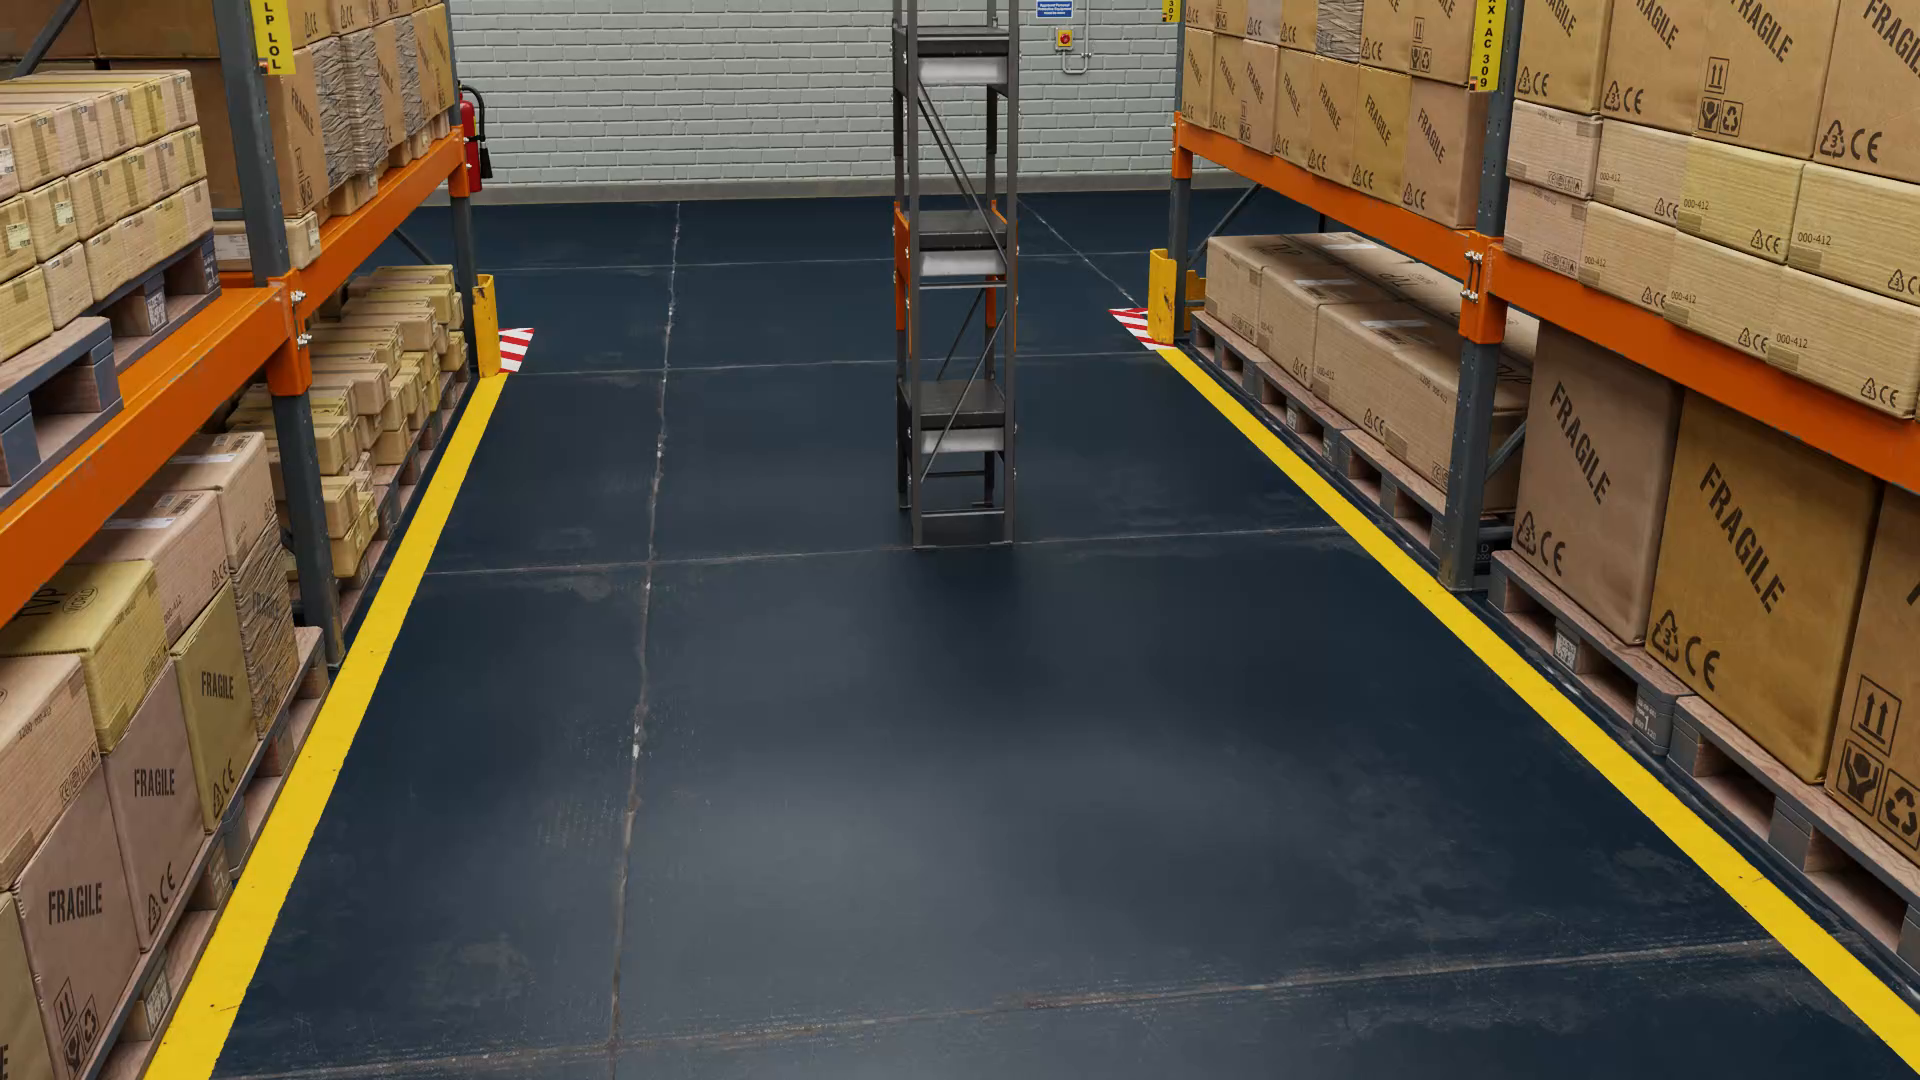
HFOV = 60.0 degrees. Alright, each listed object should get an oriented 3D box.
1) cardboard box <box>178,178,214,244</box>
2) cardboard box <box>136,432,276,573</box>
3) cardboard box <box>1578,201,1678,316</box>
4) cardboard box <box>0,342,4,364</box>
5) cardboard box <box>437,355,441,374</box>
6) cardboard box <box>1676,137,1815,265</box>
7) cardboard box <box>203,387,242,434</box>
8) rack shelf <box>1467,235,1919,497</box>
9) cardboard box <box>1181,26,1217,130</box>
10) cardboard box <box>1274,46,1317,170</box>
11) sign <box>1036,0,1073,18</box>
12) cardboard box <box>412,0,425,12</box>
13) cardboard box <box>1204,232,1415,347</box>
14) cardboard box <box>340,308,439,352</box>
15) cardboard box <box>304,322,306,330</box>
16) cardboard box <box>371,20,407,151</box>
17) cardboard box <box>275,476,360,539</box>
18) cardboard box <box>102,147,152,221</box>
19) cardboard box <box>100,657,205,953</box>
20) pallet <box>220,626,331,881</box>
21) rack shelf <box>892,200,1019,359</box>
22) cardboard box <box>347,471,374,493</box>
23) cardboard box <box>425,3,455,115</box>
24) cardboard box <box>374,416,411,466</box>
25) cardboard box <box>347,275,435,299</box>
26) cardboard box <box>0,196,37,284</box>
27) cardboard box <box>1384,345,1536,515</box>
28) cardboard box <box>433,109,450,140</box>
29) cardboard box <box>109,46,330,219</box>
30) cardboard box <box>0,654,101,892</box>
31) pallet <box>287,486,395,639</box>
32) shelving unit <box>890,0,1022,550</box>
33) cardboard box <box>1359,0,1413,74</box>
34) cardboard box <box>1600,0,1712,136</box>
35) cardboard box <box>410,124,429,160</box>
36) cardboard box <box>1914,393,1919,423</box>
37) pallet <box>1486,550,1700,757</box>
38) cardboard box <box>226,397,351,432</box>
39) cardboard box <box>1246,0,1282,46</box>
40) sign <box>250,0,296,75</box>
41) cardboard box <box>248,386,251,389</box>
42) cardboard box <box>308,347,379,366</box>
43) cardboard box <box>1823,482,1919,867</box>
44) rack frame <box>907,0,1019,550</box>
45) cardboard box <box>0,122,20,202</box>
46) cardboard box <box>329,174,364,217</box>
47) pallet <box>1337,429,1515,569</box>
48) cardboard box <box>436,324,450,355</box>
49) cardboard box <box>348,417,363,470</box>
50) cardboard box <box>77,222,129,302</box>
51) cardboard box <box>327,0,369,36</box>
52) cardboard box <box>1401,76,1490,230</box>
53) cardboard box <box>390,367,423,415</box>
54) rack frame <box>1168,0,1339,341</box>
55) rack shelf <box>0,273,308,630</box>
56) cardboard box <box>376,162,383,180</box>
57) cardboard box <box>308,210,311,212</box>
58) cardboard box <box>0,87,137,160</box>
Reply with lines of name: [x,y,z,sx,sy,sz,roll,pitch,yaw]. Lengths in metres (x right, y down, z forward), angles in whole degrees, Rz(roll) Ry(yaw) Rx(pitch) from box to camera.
cardboard box: [-2.324,-0.918,4.645,0.380,0.149,0.250,-3,21,-9]
cardboard box: [-2.220,-0.098,4.592,0.500,0.250,0.500,-3,21,-9]
cardboard box: [2.185,-0.836,4.881,0.500,0.250,0.500,-3,21,-9]
cardboard box: [-2.094,-0.374,3.190,0.380,0.149,0.250,-4,21,-10]
cardboard box: [-2.781,-0.861,8.208,0.380,0.149,0.250,-3,21,-8]
cardboard box: [2.240,-0.893,4.320,0.500,0.250,0.500,-3,21,-7]
cardboard box: [-2.965,-0.482,6.344,0.380,0.149,0.250,-2,21,-6]
rack shelf: [2.595,-0.221,4.050,1.077,0.370,4.000,-3,21,-8]
cardboard box: [1.515,-2.502,8.985,0.500,0.500,0.500,-3,21,-8]
cardboard box: [1.760,-1.979,7.583,0.500,0.500,0.500,-2,21,-6]
sign: [0.838,-4.732,14.713,0.327,0.218,0.001,-3,21,-8]
cardboard box: [-2.769,-2.684,7.619,0.500,0.500,0.500,-4,21,-10]
cardboard box: [1.924,-1.409,9.262,0.875,0.438,0.875,-4,21,-10]
cardboard box: [-2.616,-0.964,7.635,0.380,0.149,0.250,-2,21,-6]
cardboard box: [-3.198,-0.931,7.546,0.380,0.149,0.250,-2,21,-6]
cardboard box: [-2.621,-1.868,6.862,0.500,0.500,0.500,-2,21,-5]
cardboard box: [-2.313,-0.108,5.768,0.380,0.149,0.250,-2,21,-5]
cardboard box: [-2.252,-0.879,4.118,0.380,0.149,0.250,-2,21,-5]
cardboard box: [-2.078,0.607,3.776,0.500,0.500,0.500,-3,21,-9]
pallet: [-2.463,0.610,4.782,1.003,0.211,1.213,-3,21,-8]
rack shelf: [-0.024,-1.028,6.507,0.431,0.518,0.480,-3,21,-8]
cardboard box: [-2.437,-0.145,6.292,0.380,0.149,0.250,-3,21,-8]
cardboard box: [-2.834,-2.395,8.272,0.500,0.500,0.500,-2,21,-7]
cardboard box: [-2.539,-0.417,7.019,0.380,0.149,0.250,-3,21,-9]
cardboard box: [-2.847,-1.231,8.348,0.380,0.149,0.250,-3,21,-7]
cardboard box: [-2.131,-0.600,3.370,0.380,0.149,0.250,-3,21,-8]
cardboard box: [2.322,-0.470,6.749,0.875,0.438,0.875,-3,21,-9]
cardboard box: [-2.827,-2.135,8.504,0.380,0.149,0.250,-3,21,-8]
cardboard box: [-2.399,-1.336,5.439,0.500,0.500,0.500,-3,21,-9]
cardboard box: [-1.992,0.443,3.143,0.500,0.250,0.500,-3,21,-7]
pallet: [-2.709,0.109,6.121,1.003,0.211,1.213,-3,21,-8]
shelving unit: [-0.024,-1.041,6.502,0.431,2.100,0.503,-3,21,-8]
cardboard box: [1.900,-2.092,6.457,0.500,0.500,0.500,-3,21,-9]
cardboard box: [2.186,-1.424,4.671,0.500,0.500,0.500,-3,21,-8]
cardboard box: [-2.717,-1.873,7.804,0.380,0.149,0.250,-2,21,-6]
cardboard box: [2.408,-0.309,3.470,0.500,0.250,0.500,-3,21,-8]
pallet: [2.492,0.319,5.561,1.003,0.211,1.213,-3,21,-8]
cardboard box: [-2.488,-0.419,6.175,0.380,0.149,0.250,-3,21,-9]
cardboard box: [1.681,-2.614,7.856,0.500,0.500,0.500,-3,21,-8]
sign: [-2.028,-1.538,4.891,0.100,0.325,0.005,-3,21,-8]
cardboard box: [-3.055,-0.612,7.117,0.380,0.149,0.250,-2,21,-5]
cardboard box: [-2.625,-0.691,6.902,0.380,0.149,0.250,-4,21,-10]
cardboard box: [2.742,0.380,3.847,0.875,0.875,0.875,-3,21,-7]
rack frame: [0.011,-0.956,6.276,0.400,2.100,0.015,-3,21,-8]
cardboard box: [-2.139,-0.743,3.328,0.380,0.149,0.250,-4,21,-10]
cardboard box: [-2.500,-1.323,6.331,0.380,0.149,0.250,-3,21,-7]
pallet: [2.275,-0.212,6.981,1.003,0.211,1.213,-3,21,-8]
cardboard box: [-2.719,-1.003,8.165,0.380,0.149,0.250,-4,21,-10]
cardboard box: [-2.545,-0.368,6.462,0.380,0.149,0.250,-4,21,-11]
cardboard box: [-2.216,-0.655,3.940,0.380,0.149,0.250,-4,21,-11]
cardboard box: [-2.533,-2.144,6.172,0.500,0.500,0.500,-3,21,-7]
cardboard box: [1.987,-1.445,6.156,0.500,0.500,0.500,-3,21,-7]
cardboard box: [-2.545,-0.641,7.195,0.380,0.149,0.250,-3,21,-7]
rack frame: [1.730,-2.636,9.486,1.000,3.000,0.127,-3,21,-8]
rack shelf: [-2.289,0.063,3.288,1.077,0.370,4.000,-3,21,-8]
cardboard box: [-2.674,-1.593,7.054,0.380,0.149,0.250,-3,21,-7]
cardboard box: [-2.405,-1.049,5.596,0.380,0.149,0.250,-2,21,-6]
cardboard box: [-2.251,-1.012,4.048,0.380,0.149,0.250,-4,21,-9]
